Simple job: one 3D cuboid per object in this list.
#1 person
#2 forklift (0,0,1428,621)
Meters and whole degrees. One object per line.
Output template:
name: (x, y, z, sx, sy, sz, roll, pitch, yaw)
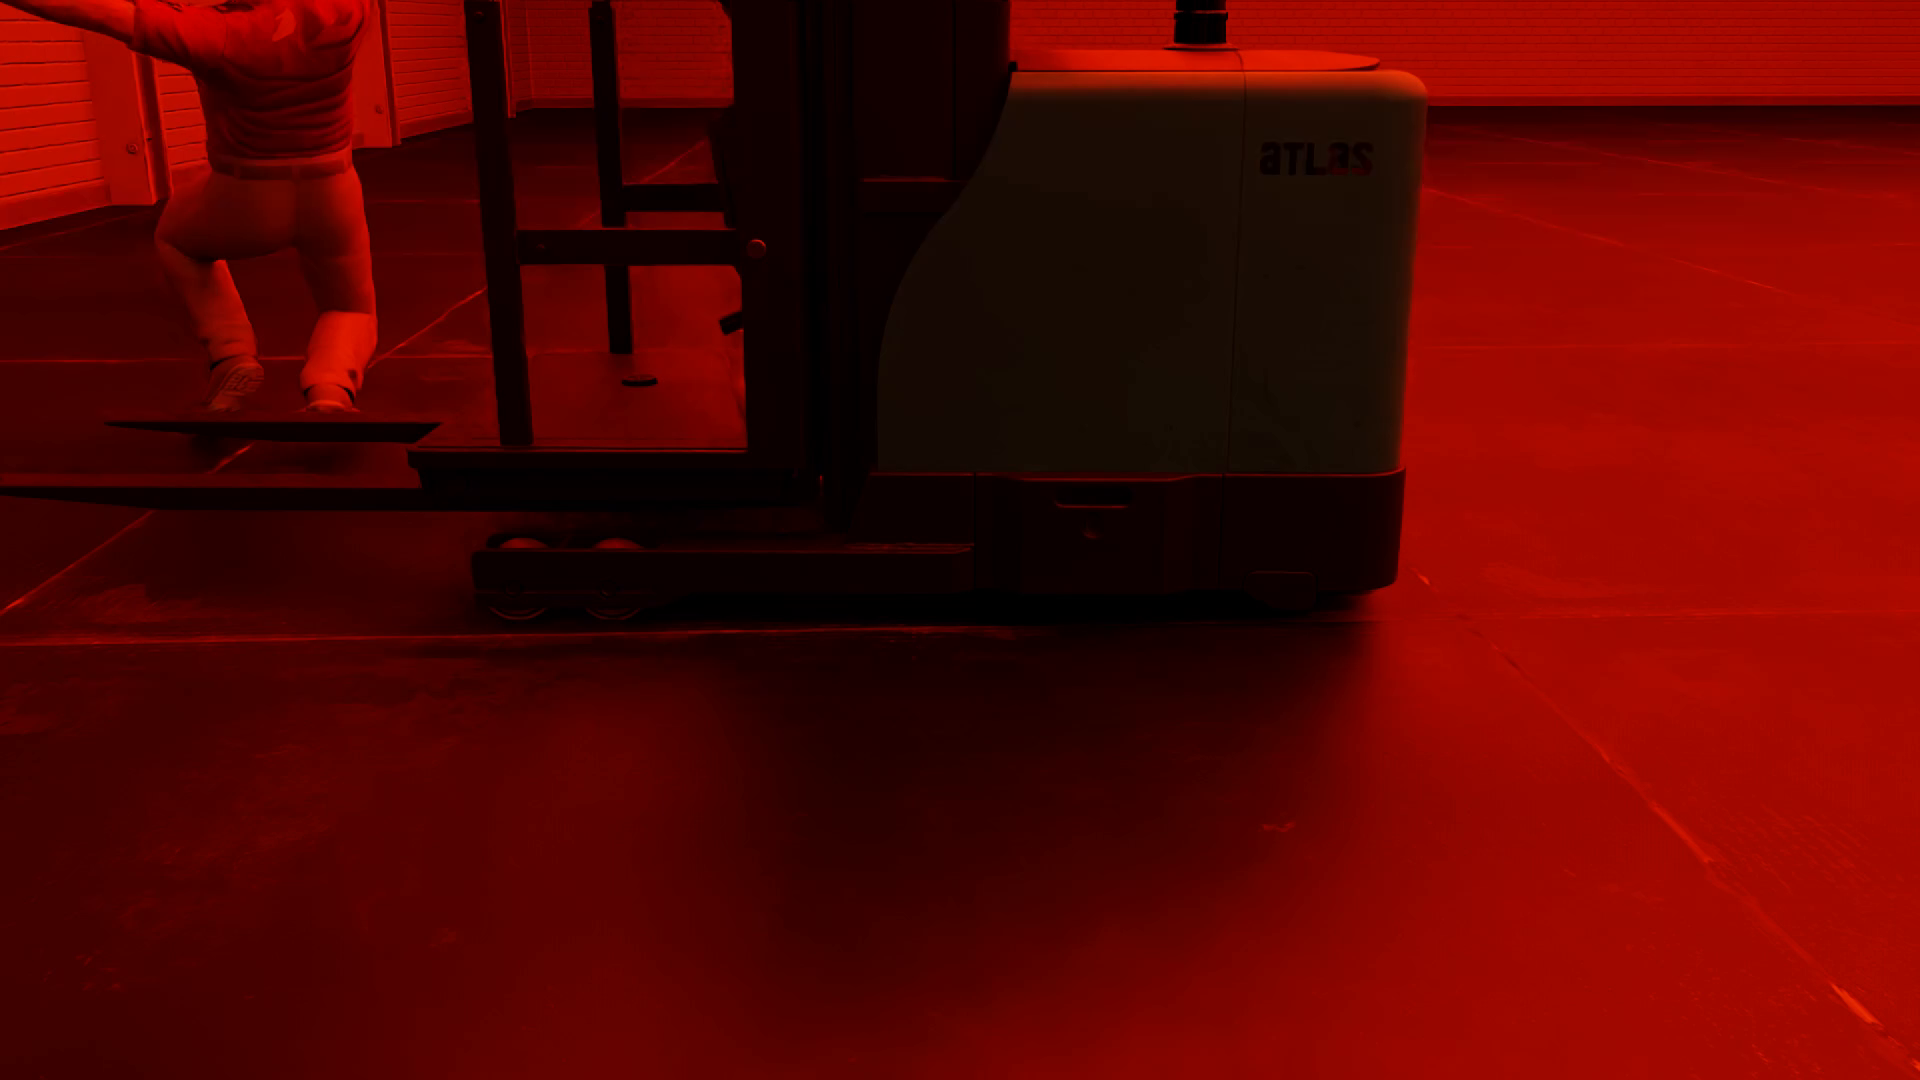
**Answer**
person: (-2.137, -1.014, 4.466, 1.119, 1.636, 0.844, -11, 20, -32)
forklift: (-0.608, -1.391, 3.454, 3.031, 2.935, 1.130, 0, 17, 1)
